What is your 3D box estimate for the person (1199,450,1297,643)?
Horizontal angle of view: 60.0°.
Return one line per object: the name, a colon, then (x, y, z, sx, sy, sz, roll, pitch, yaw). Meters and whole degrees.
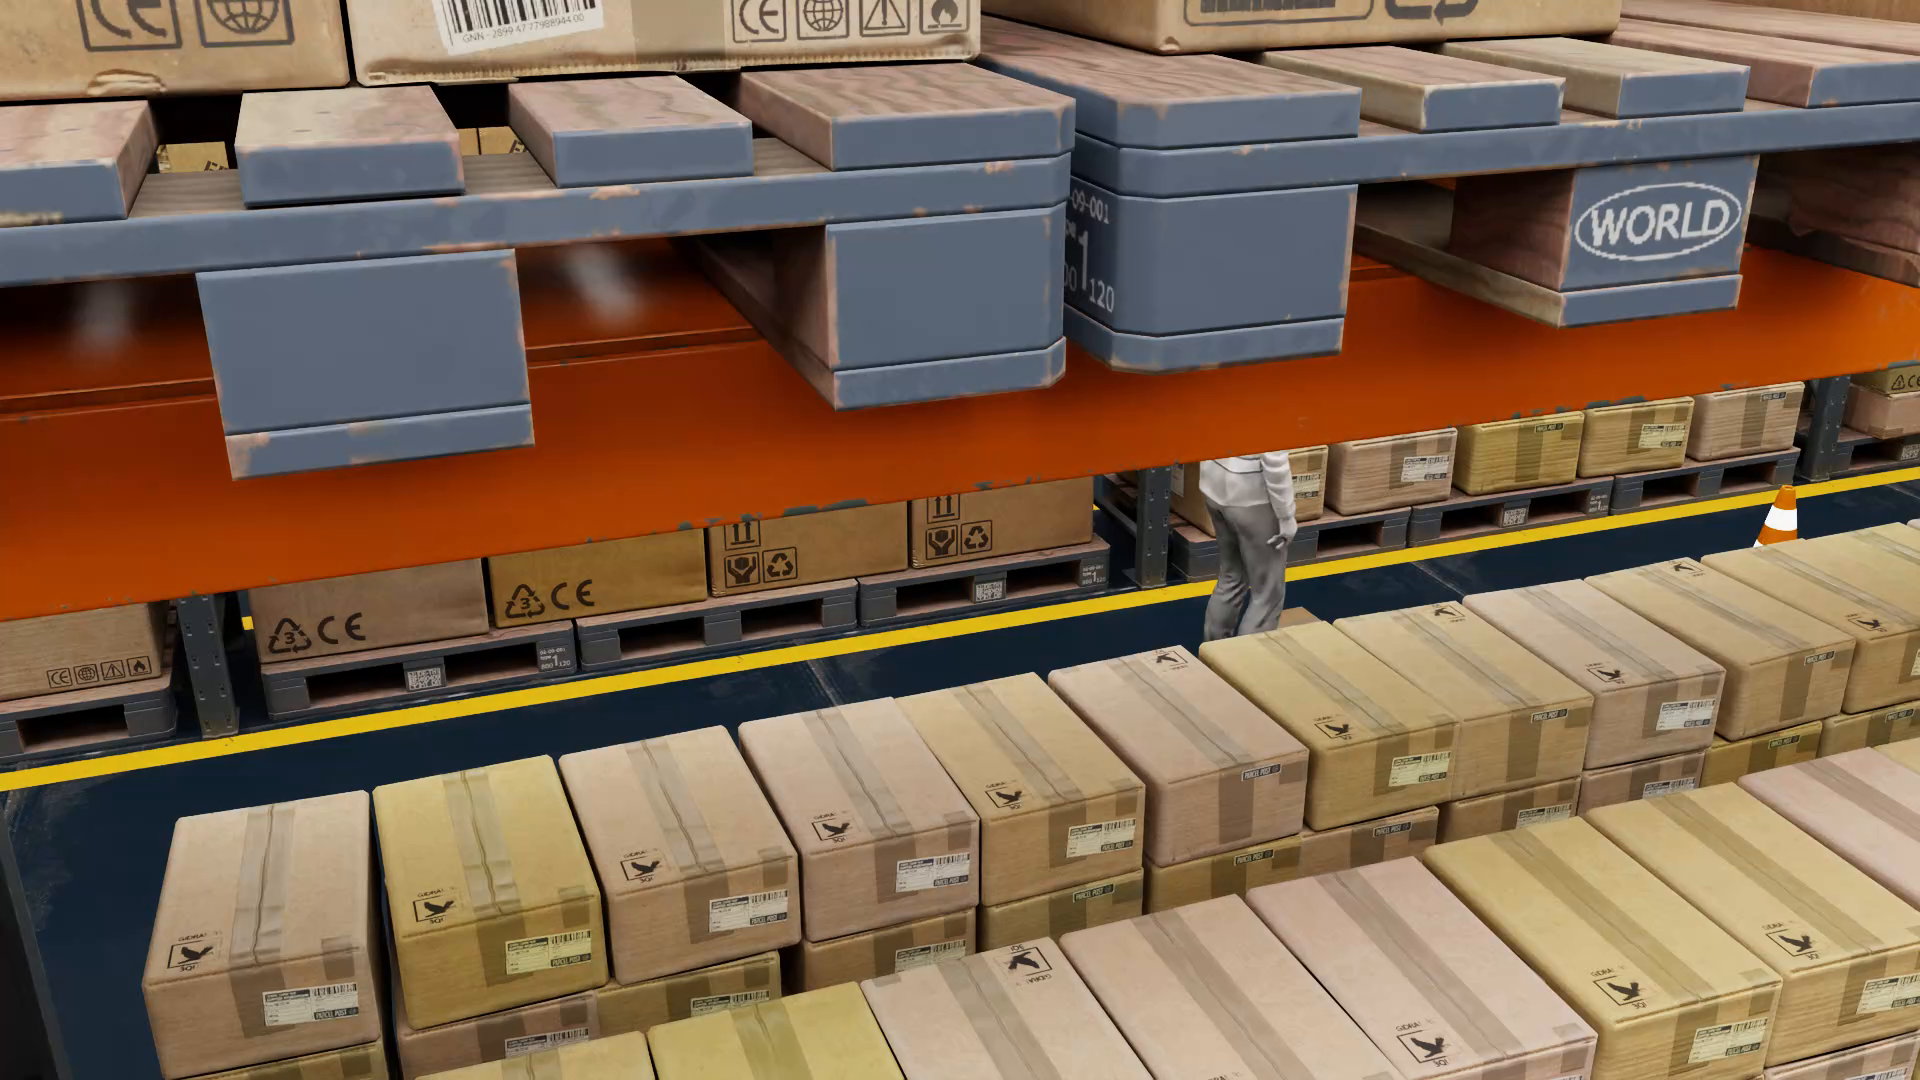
person: (1.135, -0.158, 6.469, 0.375, 1.662, 0.526, -8, 24, -19)
